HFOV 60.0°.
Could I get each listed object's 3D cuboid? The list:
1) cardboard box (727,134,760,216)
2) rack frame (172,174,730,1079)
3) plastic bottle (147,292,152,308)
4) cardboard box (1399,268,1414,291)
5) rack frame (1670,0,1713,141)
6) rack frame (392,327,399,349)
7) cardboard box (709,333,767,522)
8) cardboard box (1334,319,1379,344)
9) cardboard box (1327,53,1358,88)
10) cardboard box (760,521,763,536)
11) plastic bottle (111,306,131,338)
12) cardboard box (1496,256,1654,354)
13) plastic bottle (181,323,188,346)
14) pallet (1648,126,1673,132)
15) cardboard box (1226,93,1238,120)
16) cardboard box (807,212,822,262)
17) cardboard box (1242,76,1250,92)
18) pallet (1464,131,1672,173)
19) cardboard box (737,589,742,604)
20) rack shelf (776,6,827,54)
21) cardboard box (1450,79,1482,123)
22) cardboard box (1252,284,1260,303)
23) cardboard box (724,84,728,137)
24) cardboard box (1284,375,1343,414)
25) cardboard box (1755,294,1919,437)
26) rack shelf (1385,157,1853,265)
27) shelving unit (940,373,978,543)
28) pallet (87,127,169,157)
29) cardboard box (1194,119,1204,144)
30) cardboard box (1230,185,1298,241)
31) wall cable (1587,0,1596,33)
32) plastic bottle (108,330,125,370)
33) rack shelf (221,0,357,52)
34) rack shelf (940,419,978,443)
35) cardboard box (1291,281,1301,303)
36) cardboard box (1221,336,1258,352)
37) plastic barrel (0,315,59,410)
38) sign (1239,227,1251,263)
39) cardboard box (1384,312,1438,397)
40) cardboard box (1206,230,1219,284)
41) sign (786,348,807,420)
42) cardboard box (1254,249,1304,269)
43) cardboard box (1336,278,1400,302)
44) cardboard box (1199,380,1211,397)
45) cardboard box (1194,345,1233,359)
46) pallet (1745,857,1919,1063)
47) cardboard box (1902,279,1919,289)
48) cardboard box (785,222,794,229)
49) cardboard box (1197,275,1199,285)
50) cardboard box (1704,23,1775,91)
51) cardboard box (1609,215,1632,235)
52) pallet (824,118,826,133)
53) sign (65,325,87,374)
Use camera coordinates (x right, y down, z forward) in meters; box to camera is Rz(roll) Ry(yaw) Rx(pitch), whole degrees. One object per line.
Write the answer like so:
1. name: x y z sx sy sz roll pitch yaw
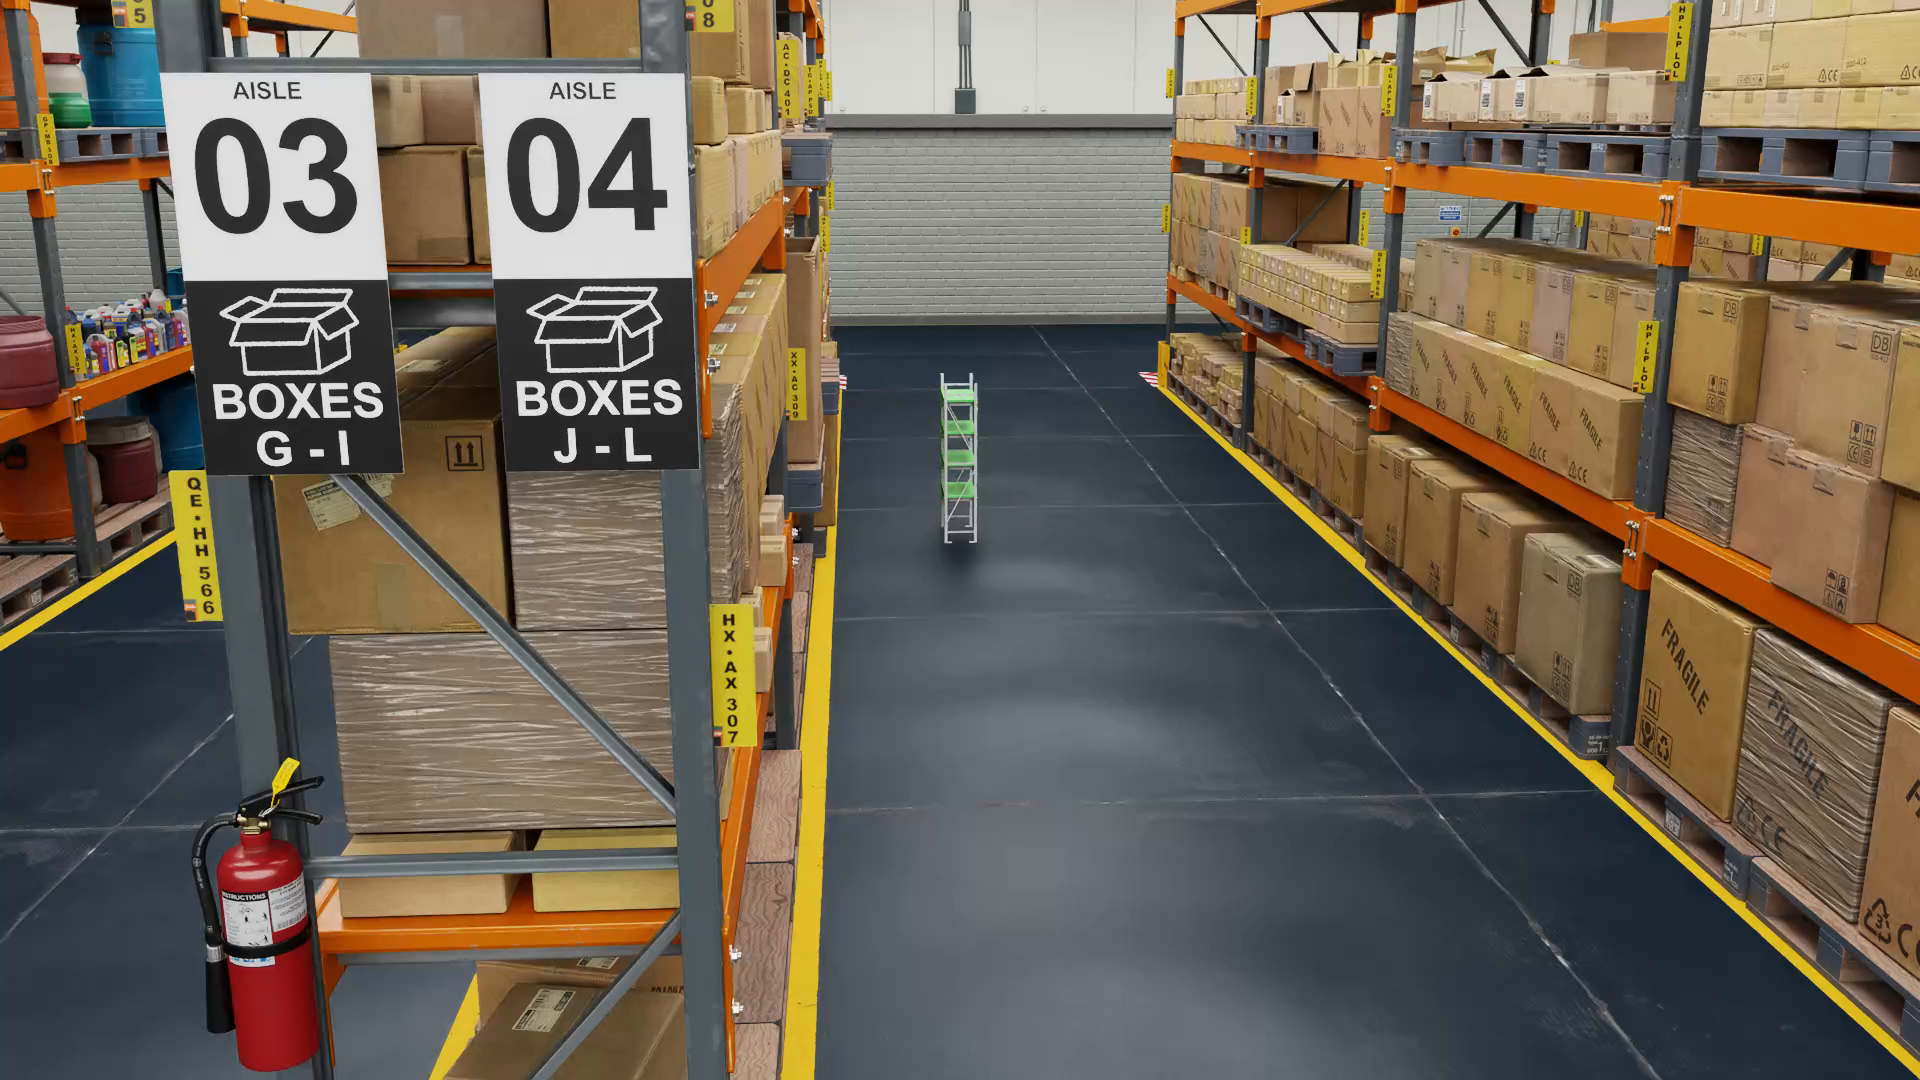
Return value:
1. cardboard box: -0.912 -1.161 5.298 0.500 0.250 0.500 0 14 -2
2. rack frame: -1.038 0.724 3.692 1.000 3.000 0.127 -1 14 -3
3. plastic bottle: -7.128 -2.030 14.629 0.061 0.283 0.133 -1 14 -3
4. cardboard box: 3.542 -1.998 12.741 0.380 0.149 0.250 -1 15 -6
5. rack frame: 3.671 -3.227 7.011 1.000 3.000 0.127 -1 14 -3
6. rack frame: -6.972 -3.179 18.861 1.000 3.000 0.127 -1 14 -3
7. cardboard box: -0.856 -0.342 5.033 0.500 0.500 0.500 -1 14 -3
8. cardboard box: 2.934 -1.514 12.053 0.380 0.149 0.250 -1 14 -3
9. cardboard box: 3.039 -3.605 12.761 0.396 0.266 0.258 -1 14 -3
10. cardboard box: -1.017 0.025 6.912 0.380 0.149 0.250 -1 14 -3
11. plastic bottle: -6.867 -1.775 13.653 0.152 0.276 0.135 -1 14 -3
12. cardboard box: 3.540 -1.357 9.575 0.700 0.500 0.500 -1 14 -4
13. plastic bottle: -6.266 -1.659 13.352 0.097 0.201 0.097 0 14 0
14. pallet: 7.997 -4.329 17.491 1.003 0.211 1.213 -1 14 -3
15. cardboard box: 2.873 -4.174 16.008 0.500 0.250 0.500 -1 15 -6
16. cardboard box: -1.555 -2.818 15.658 0.500 0.500 0.500 -1 14 -3
17. cardboard box: 2.857 -4.266 15.565 0.380 0.149 0.250 -1 14 -2
18. pallet: 3.589 -2.241 9.575 1.003 0.211 1.213 0 14 -1
19. cardboard box: -1.202 0.022 5.622 0.875 0.500 0.500 -1 14 -3
20. rack shelf: -1.905 -5.121 16.616 1.077 0.370 4.000 -1 14 -3
21. cardboard box: 3.280 -2.641 10.008 0.500 0.250 0.500 0 14 -2
22. cardboard box: 2.776 -2.157 14.552 0.380 0.149 0.250 -1 14 -3
23. cardboard box: -0.839 -1.177 4.563 0.380 0.149 0.250 -1 14 -4
24. cardboard box: 3.020 -1.221 13.919 0.500 0.250 0.500 0 14 -1
25. cardboard box: 3.810 -0.690 6.722 0.875 0.550 0.550 -1 14 -3
26. rack shelf: 3.547 -1.924 9.408 1.077 0.370 4.000 -1 14 -3
27. shelving unit: -0.010 -0.622 12.537 0.258 1.200 0.503 -1 14 -3
28. pallet: -6.505 -3.070 12.796 1.003 0.211 1.213 -1 14 -3
29. cardboard box: 2.774 -4.312 17.547 0.500 0.250 0.500 -1 14 -5
30. cardboard box: 2.877 -3.101 15.755 0.500 0.500 0.500 -1 14 -5
31. wall cable: 10.762 -7.786 24.655 2.988 3.039 0.133 -1 14 -3
32. plastic bottle: -6.172 -1.394 12.159 0.061 0.283 0.133 -1 14 -3
33. rack shelf: -6.848 -5.044 16.319 1.077 0.370 4.000 -1 14 -3
34. rack shelf: -0.010 -0.793 12.493 0.258 0.148 0.480 -1 14 -3
35. cardboard box: 2.856 -1.979 13.264 0.380 0.149 0.250 -1 14 -2
36. cardboard box: 3.172 -2.226 18.844 0.380 0.149 0.250 -1 14 -2
37. plastic barrel: -6.146 -1.144 10.680 0.600 0.536 0.708 -1 14 -3
38. sign: 2.635 -2.721 15.343 0.100 0.325 0.005 -1 14 -3
39. cardboard box: 3.182 -1.250 11.162 0.500 0.500 0.500 -1 14 -3
40. cardboard box: 2.803 -2.873 16.875 0.500 0.500 0.500 -1 14 -4
41. sign: -0.744 -0.700 7.491 0.100 0.325 0.005 -1 14 -3
42. cardboard box: 2.778 -2.443 14.471 0.380 0.149 0.250 -1 14 -3
43. cardboard box: 2.936 -1.802 11.976 0.380 0.149 0.250 -1 15 -6
44. cardboard box: 2.750 -1.609 17.640 0.380 0.149 0.250 -1 14 -3
45. cardboard box: 2.752 -2.021 18.046 0.380 0.149 0.250 0 14 -1
46. pallet: 3.719 1.523 6.184 1.003 0.211 1.213 -1 14 -3
47. cardboard box: 7.987 -1.959 13.418 0.500 0.250 0.500 -1 14 -5
48. cardboard box: -1.600 -2.144 12.625 0.797 0.503 0.637 -1 14 -2
49. cardboard box: 2.786 -2.839 18.043 0.380 0.149 0.250 -1 14 -4
50. cardboard box: 3.422 -1.972 6.812 0.500 0.250 0.500 -1 14 -3
51. cardboard box: 7.647 -3.689 18.635 0.500 0.500 0.500 -1 14 -5
52. pallet: -1.972 -4.480 18.079 1.003 0.211 1.213 -1 14 -3
53. sign: -5.928 -1.278 11.147 0.100 0.325 0.005 -1 14 -3
